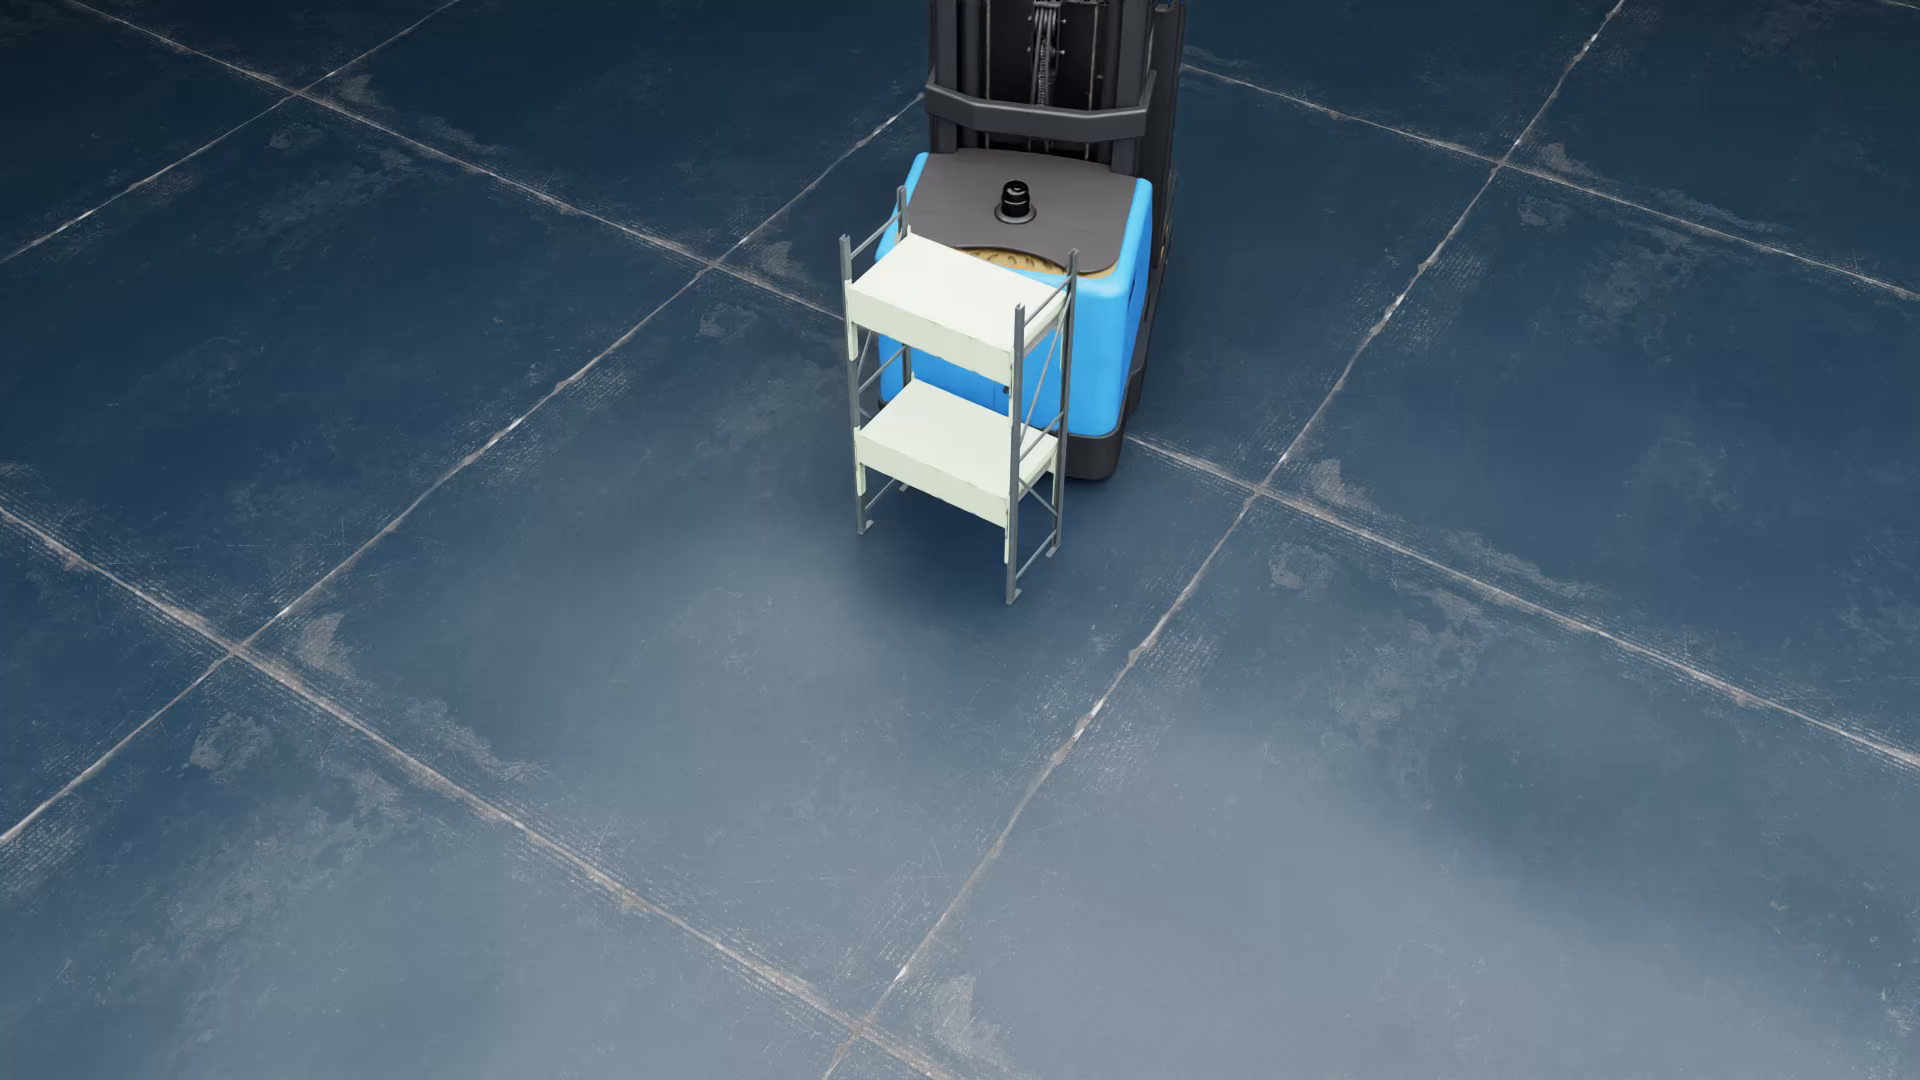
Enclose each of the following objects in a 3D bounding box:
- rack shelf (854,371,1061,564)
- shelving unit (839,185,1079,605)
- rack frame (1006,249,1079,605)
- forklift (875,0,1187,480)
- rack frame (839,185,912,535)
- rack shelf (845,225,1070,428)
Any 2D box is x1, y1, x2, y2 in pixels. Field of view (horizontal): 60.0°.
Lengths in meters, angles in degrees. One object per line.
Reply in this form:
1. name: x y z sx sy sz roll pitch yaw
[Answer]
1. rack shelf: -0.006 -0.298 6.670 0.720 0.370 0.431 25 51 22
2. shelving unit: -0.006 -0.525 6.436 0.755 1.500 0.431 25 51 22
3. rack frame: 0.302 -0.384 6.299 0.023 1.500 0.400 25 51 22
4. forklift: 0.455 -2.355 7.216 1.130 2.935 3.031 9 46 8
5. rack frame: -0.314 -0.667 6.574 0.023 1.500 0.400 25 51 22
6. rack shelf: -0.006 -0.797 6.157 0.720 0.370 0.431 25 51 22
